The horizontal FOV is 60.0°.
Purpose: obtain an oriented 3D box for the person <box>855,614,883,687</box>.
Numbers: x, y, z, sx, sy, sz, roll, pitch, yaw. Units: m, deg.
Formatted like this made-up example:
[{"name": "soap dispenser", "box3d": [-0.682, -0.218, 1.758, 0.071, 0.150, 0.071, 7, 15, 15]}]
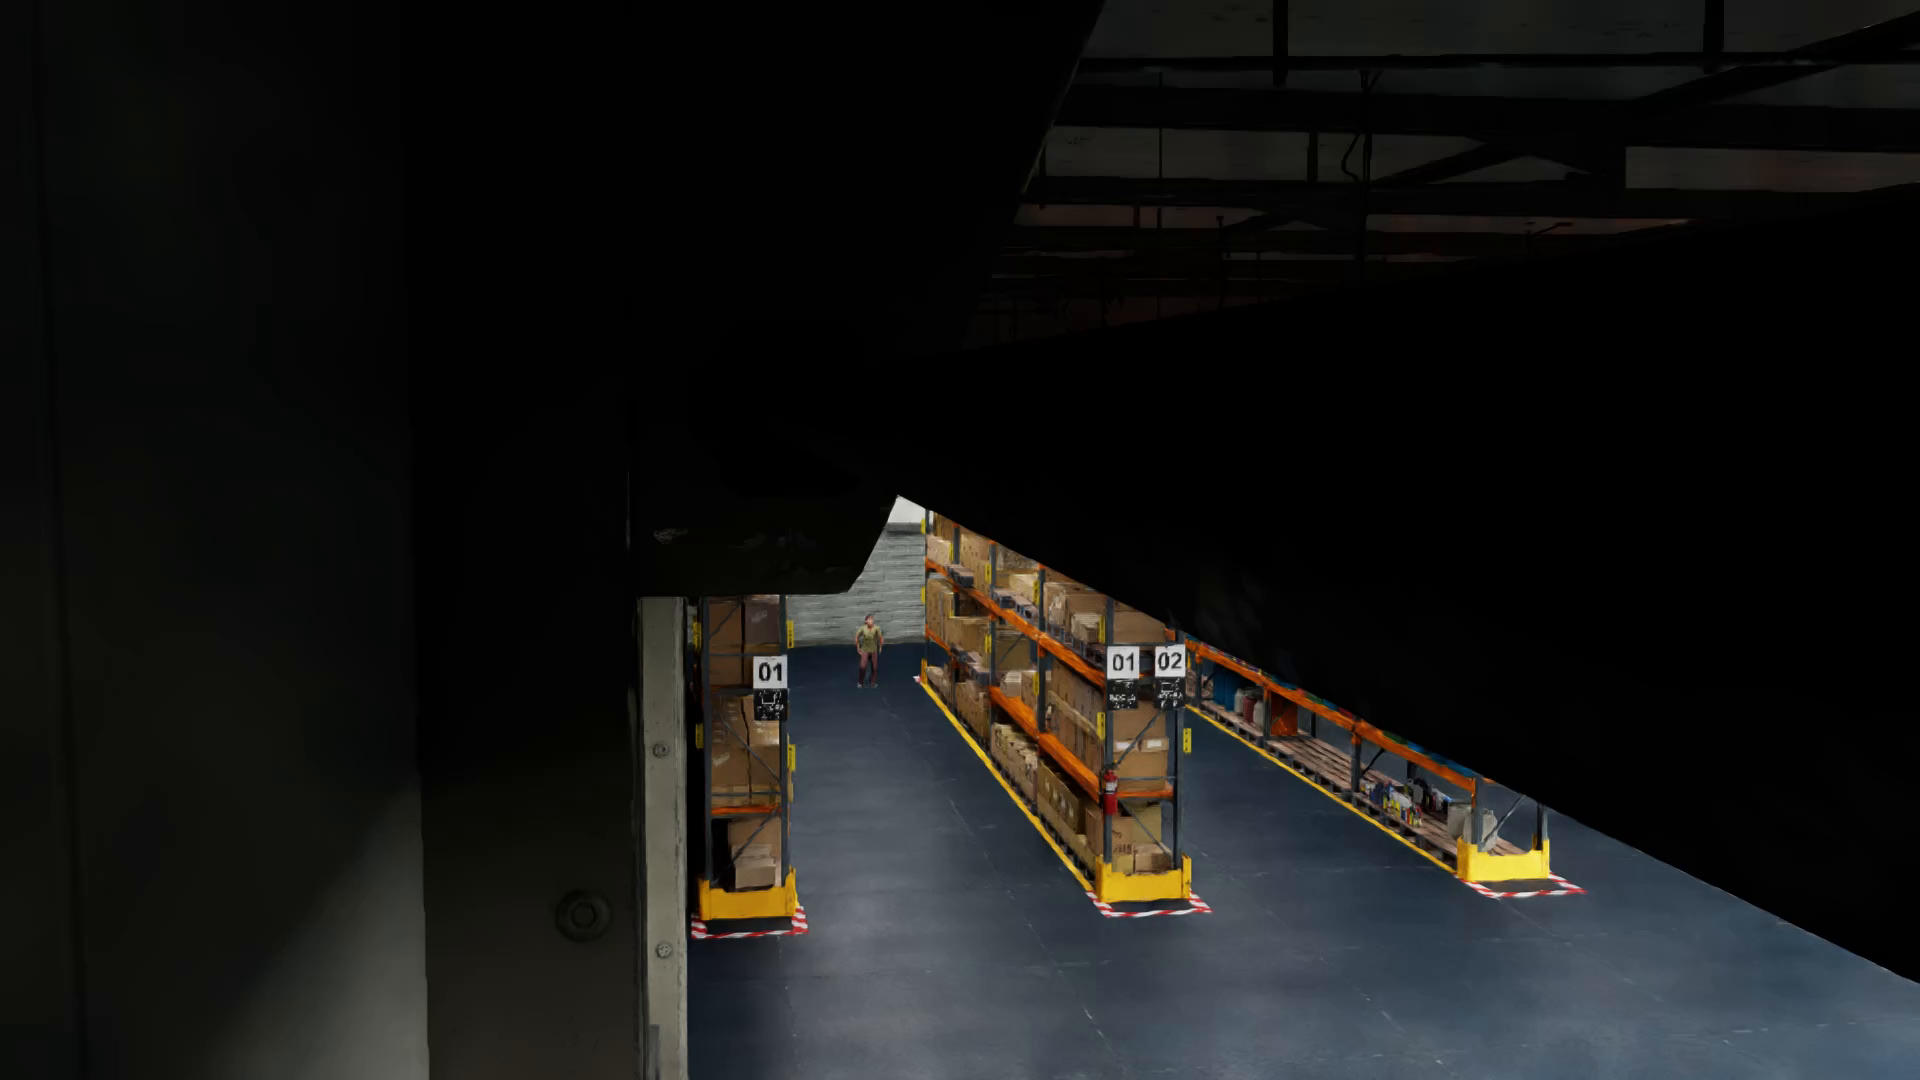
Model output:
[{"name": "person", "box3d": [-1.958, 2.383, 35.791, 0.598, 1.619, 0.507, -1, 5, -11]}]
